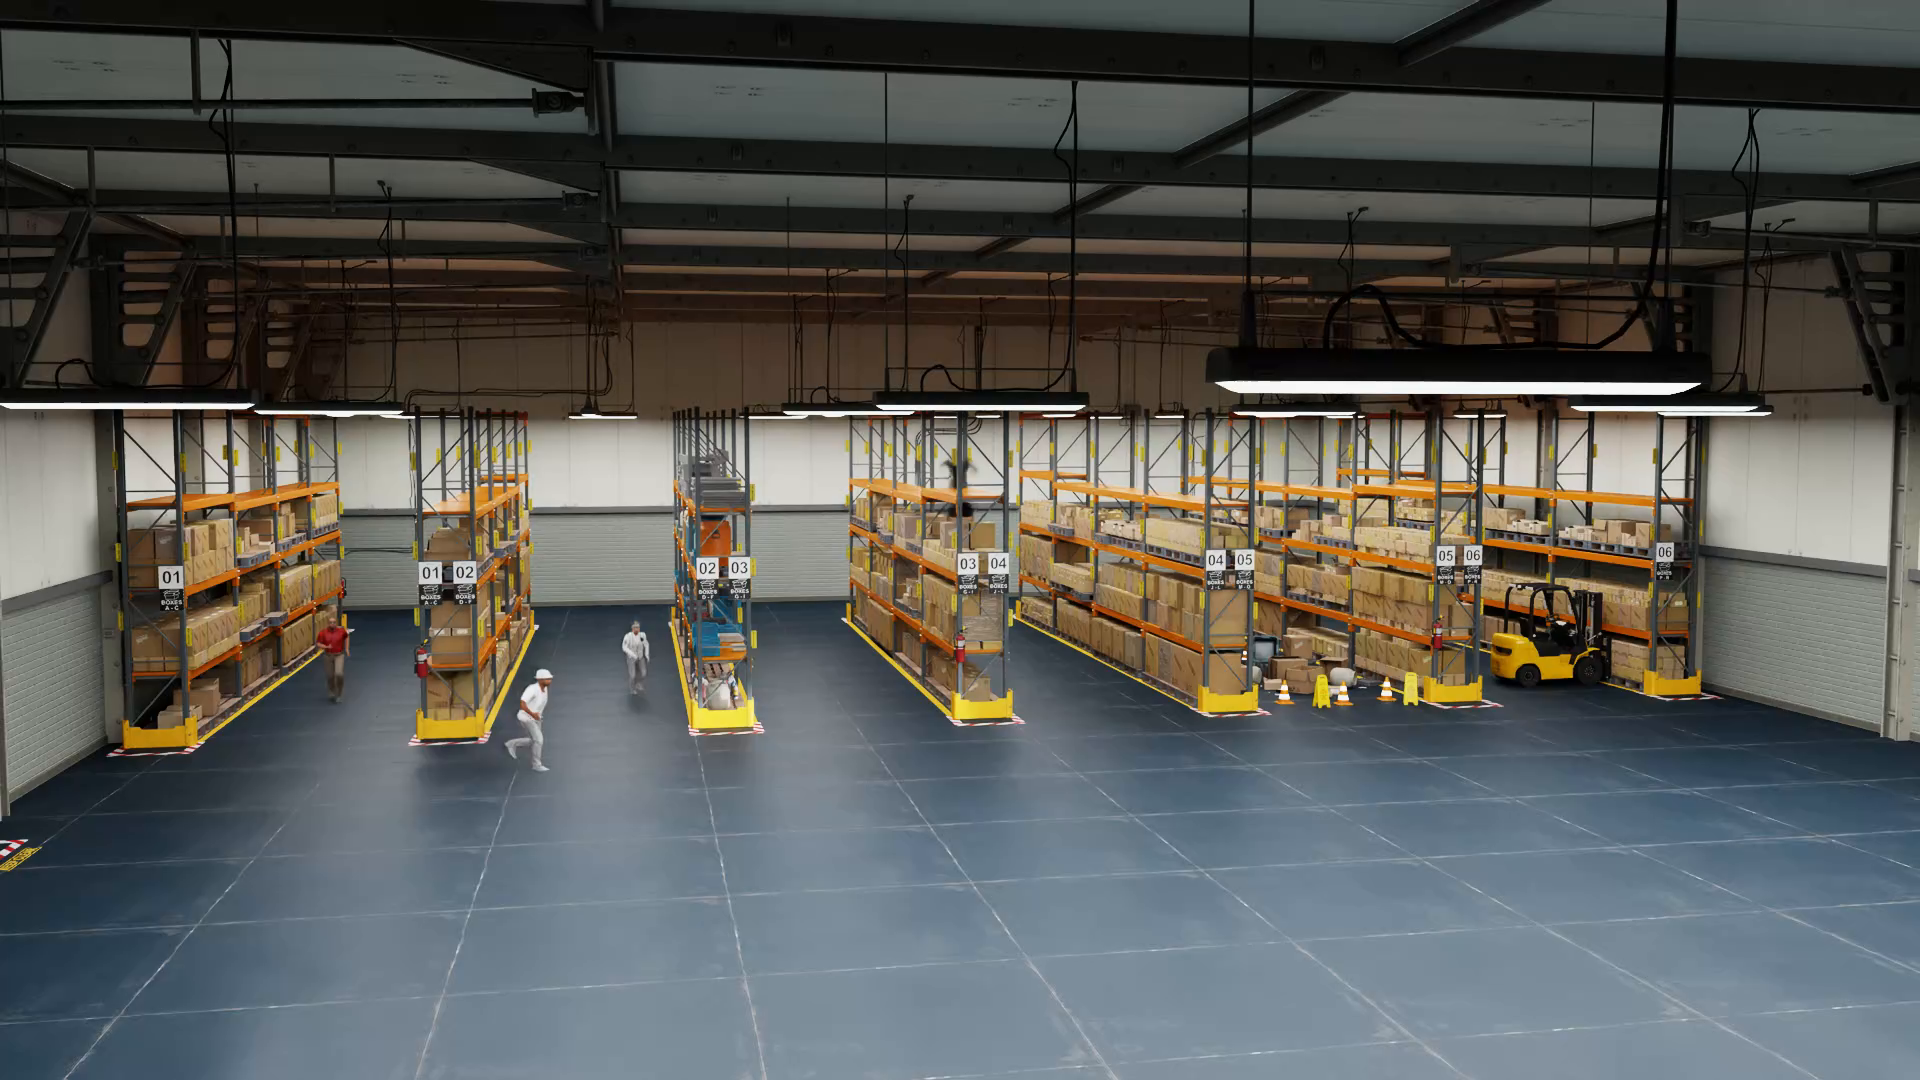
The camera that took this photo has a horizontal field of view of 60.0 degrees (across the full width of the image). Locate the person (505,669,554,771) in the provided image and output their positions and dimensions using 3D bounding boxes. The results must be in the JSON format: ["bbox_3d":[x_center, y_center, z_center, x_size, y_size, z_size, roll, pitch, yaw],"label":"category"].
[{"bbox_3d":[-7.081,2.960,27.270,0.896,1.701,0.696,1,4,18],"label":"person"}]

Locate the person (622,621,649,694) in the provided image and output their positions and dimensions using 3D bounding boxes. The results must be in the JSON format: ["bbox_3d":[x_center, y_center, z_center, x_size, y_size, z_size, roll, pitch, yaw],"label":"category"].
[{"bbox_3d":[-6.799,2.458,34.850,0.596,1.579,0.732,-2,5,-26],"label":"person"}]

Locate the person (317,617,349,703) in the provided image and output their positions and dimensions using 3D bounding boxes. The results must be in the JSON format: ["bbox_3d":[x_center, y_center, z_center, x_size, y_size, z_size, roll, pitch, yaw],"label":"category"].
[{"bbox_3d":[-12.816,2.457,34.000,0.610,1.790,0.855,-1,4,-17],"label":"person"}]
